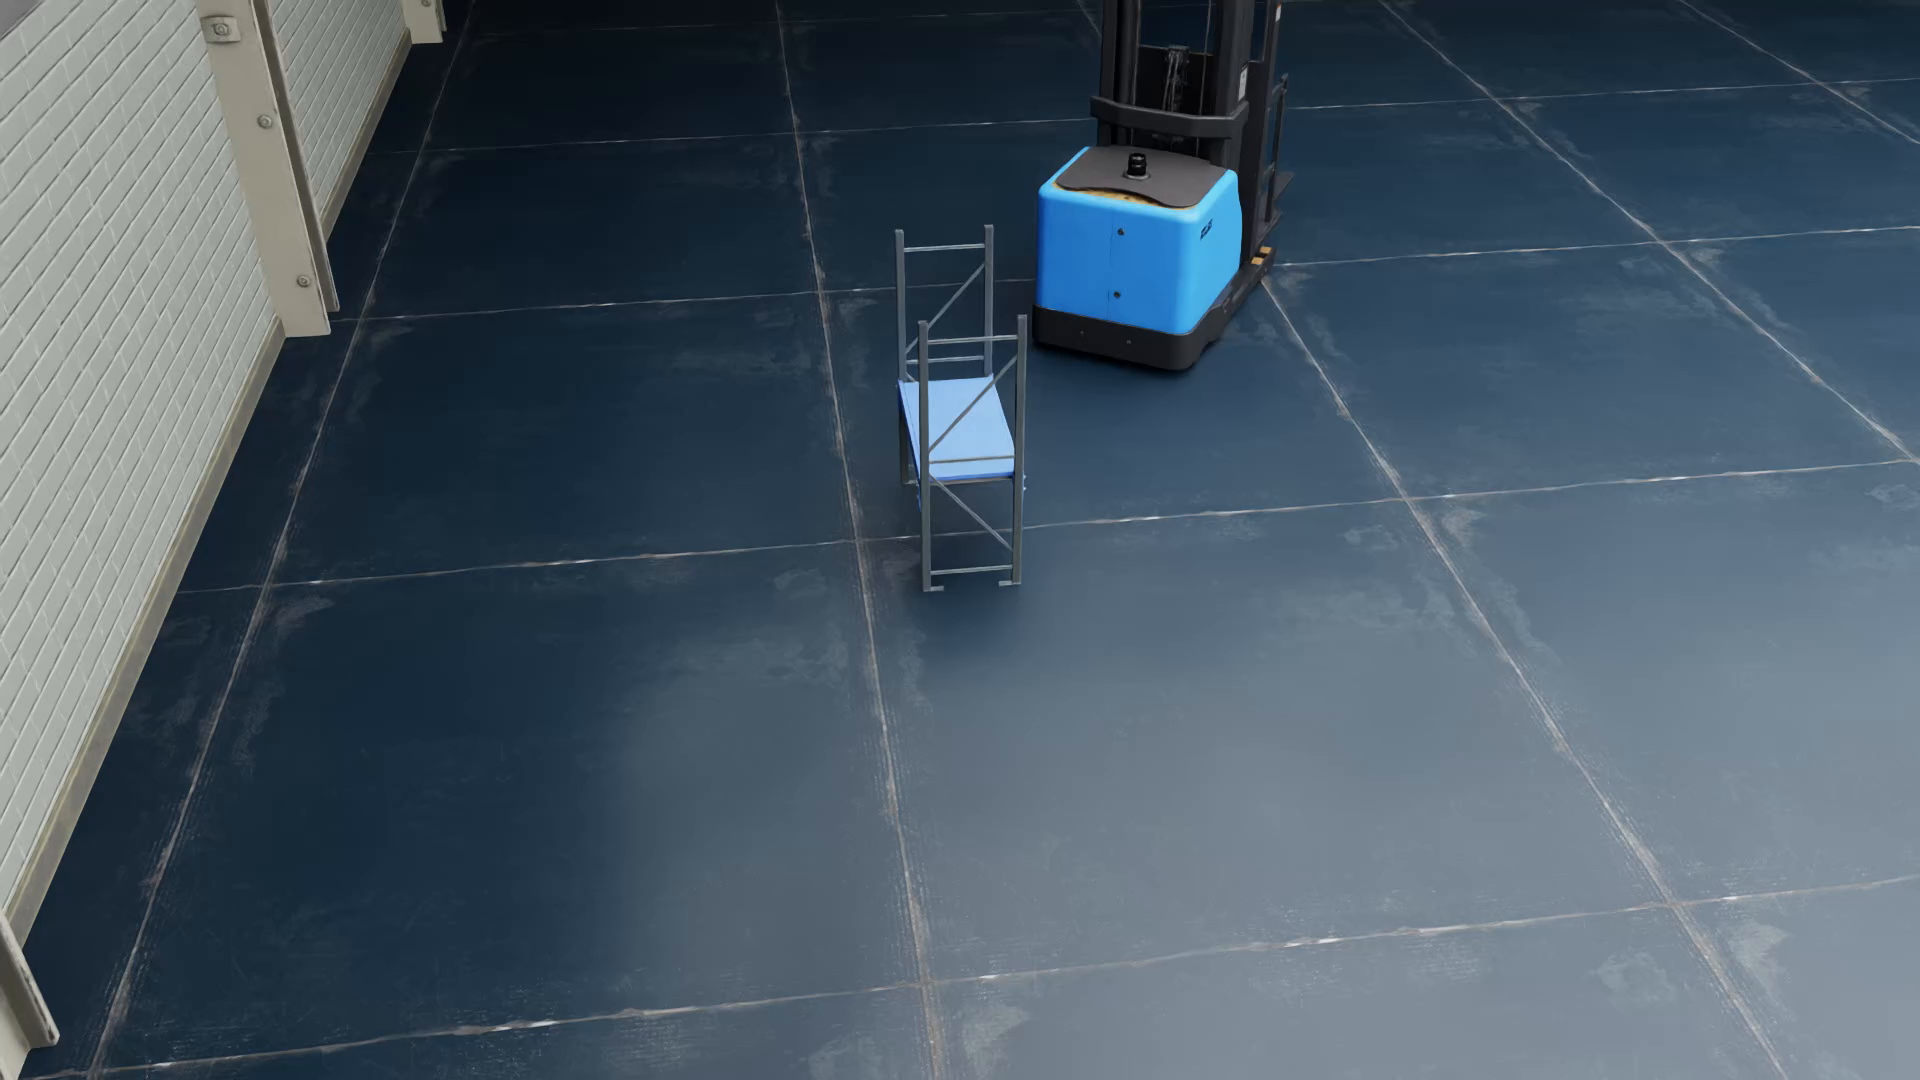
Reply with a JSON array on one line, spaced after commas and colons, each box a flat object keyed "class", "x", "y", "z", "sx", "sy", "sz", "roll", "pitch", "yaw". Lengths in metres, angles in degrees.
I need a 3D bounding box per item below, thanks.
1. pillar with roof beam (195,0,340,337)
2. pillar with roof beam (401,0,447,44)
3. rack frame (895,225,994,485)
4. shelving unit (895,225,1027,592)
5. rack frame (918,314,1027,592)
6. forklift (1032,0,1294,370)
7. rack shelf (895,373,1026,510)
[{"class": "pillar with roof beam", "x": 0.035, "y": -5.463, "z": 8.776, "sx": 9.100, "sy": 9.000, "sz": 0.400, "roll": -4, "pitch": 35, "yaw": -6}, {"class": "pillar with roof beam", "x": -0.772, "y": -8.812, "z": 13.689, "sx": 9.100, "sy": 9.000, "sz": 0.400, "roll": -4, "pitch": 35, "yaw": -6}, {"class": "rack frame", "x": -0.080, "y": -0.951, "z": 8.814, "sx": 0.500, "sy": 1.500, "sz": 0.032, "roll": -4, "pitch": 35, "yaw": -6}, {"class": "shelving unit", "x": -0.011, "y": -0.667, "z": 8.397, "sx": 0.538, "sy": 1.500, "sz": 1.048, "roll": -4, "pitch": 35, "yaw": -6}, {"class": "rack frame", "x": 0.057, "y": -0.384, "z": 7.981, "sx": 0.500, "sy": 1.500, "sz": 0.032, "roll": -4, "pitch": 35, "yaw": -6}, {"class": "forklift", "x": 1.535, "y": -3.064, "z": 10.643, "sx": 1.130, "sy": 2.935, "sz": 3.031, "roll": 15, "pitch": 37, "yaw": 20}, {"class": "rack shelf", "x": -0.011, "y": -0.519, "z": 8.499, "sx": 0.538, "sy": 0.185, "sz": 1.000, "roll": -4, "pitch": 35, "yaw": -6}]
